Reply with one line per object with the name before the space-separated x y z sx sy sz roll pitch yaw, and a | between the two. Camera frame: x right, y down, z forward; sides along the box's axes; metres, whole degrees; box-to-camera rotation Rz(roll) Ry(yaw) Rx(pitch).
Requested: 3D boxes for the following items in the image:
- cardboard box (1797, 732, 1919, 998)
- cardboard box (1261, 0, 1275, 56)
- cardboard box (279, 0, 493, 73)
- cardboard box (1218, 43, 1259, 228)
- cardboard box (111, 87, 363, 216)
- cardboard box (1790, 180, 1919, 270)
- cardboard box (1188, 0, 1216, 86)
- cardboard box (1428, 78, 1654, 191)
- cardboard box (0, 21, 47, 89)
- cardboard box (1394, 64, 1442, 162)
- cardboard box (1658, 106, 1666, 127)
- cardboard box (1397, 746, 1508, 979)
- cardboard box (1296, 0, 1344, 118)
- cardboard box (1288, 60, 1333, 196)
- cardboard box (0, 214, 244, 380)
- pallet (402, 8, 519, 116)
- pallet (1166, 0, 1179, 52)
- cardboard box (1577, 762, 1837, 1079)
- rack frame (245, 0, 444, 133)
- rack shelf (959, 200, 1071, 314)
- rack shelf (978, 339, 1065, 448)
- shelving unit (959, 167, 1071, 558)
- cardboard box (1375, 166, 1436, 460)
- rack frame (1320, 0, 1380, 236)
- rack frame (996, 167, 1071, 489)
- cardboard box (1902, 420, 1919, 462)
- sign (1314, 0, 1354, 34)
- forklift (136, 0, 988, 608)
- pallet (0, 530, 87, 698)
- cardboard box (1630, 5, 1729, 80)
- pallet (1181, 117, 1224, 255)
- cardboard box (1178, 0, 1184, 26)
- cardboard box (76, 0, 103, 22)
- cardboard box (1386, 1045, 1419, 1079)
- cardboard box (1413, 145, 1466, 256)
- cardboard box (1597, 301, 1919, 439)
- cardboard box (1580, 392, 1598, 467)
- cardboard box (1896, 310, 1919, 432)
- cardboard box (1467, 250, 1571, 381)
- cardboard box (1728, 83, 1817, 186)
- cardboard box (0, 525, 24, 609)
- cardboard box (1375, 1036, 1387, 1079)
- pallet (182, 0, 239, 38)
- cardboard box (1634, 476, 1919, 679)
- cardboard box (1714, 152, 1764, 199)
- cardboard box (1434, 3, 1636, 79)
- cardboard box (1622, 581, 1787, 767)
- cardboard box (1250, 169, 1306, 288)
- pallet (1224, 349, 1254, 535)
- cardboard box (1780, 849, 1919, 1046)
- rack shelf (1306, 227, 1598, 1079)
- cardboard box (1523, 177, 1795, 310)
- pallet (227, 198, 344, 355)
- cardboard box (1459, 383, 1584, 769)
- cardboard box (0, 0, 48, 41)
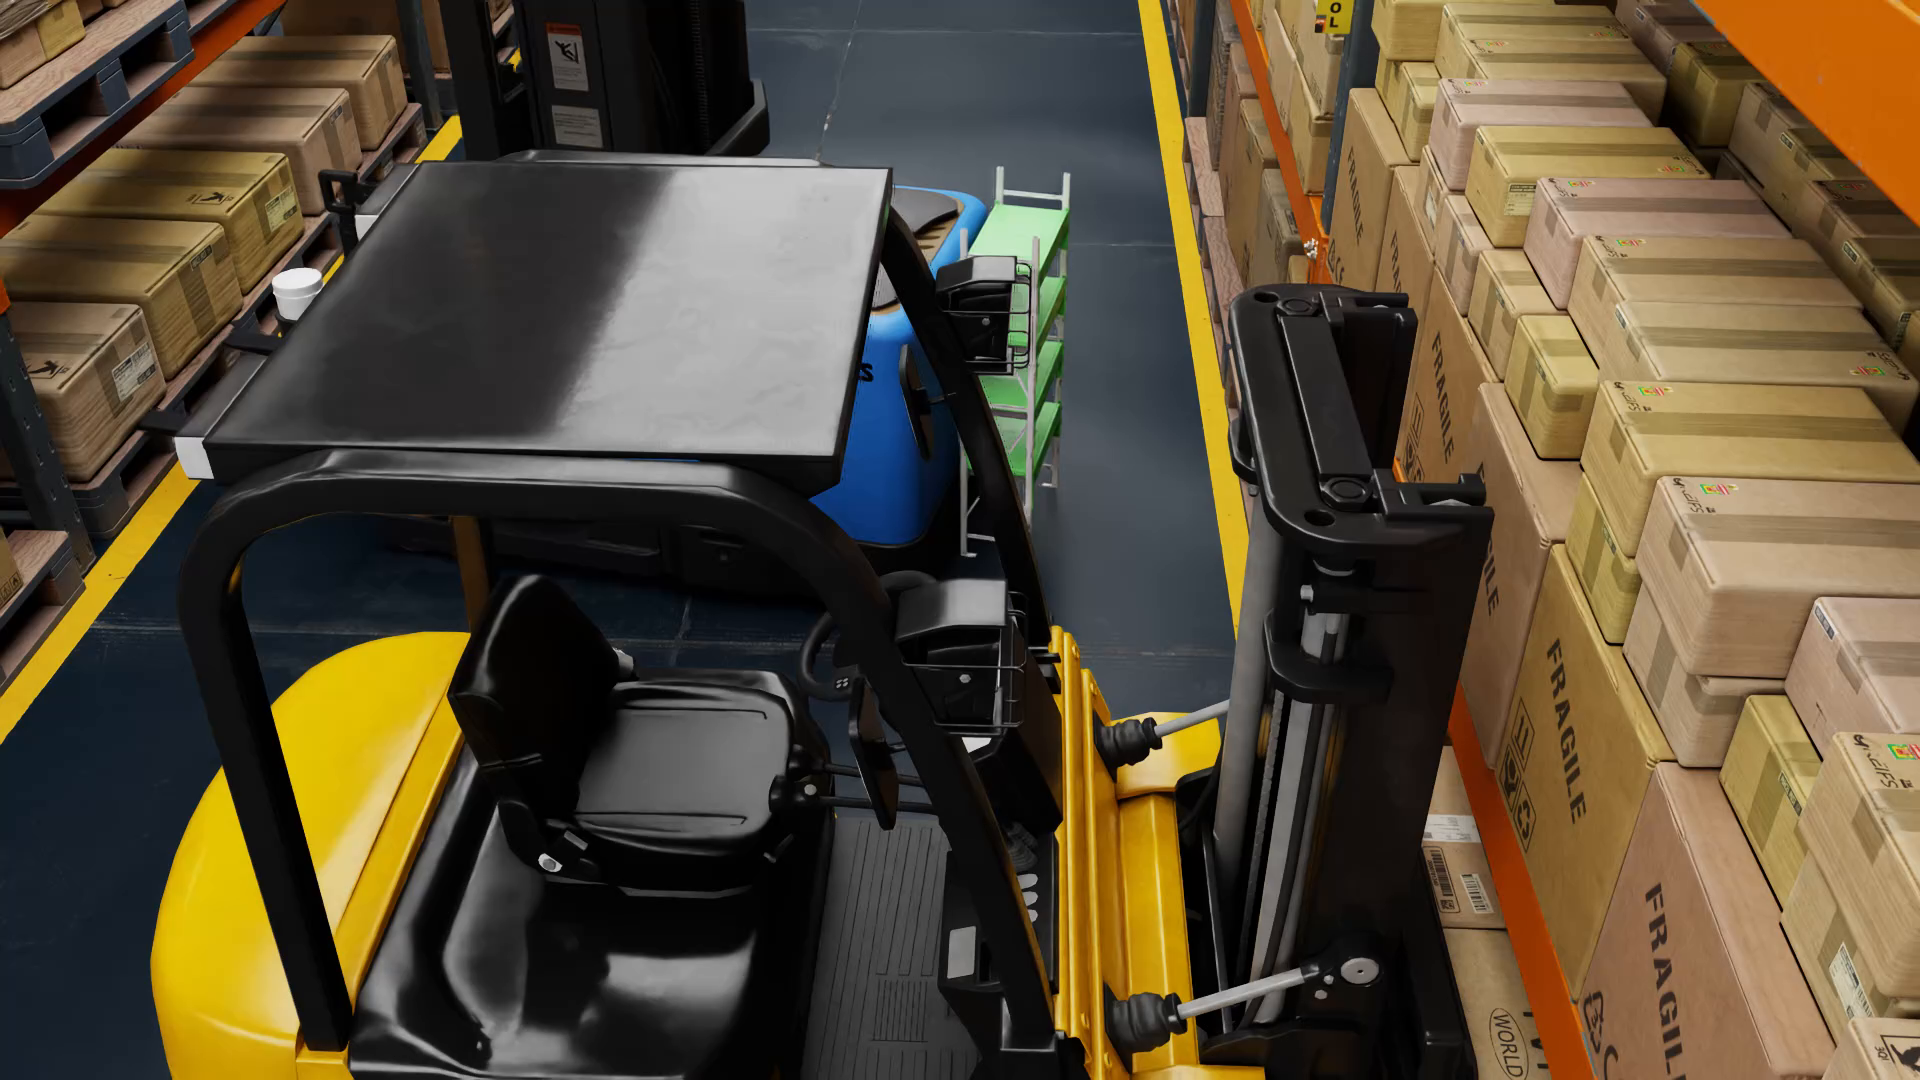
cardboard box | 1.133 0.343 1.743 0.380 0.149 0.250 2 35 3
cardboard box | 1.351 -1.831 5.876 0.500 0.250 0.500 2 35 2
cardboard box | -3.161 -3.131 9.079 0.875 0.875 0.875 1 35 1
cardboard box | 1.631 -1.788 7.385 0.875 0.625 0.625 2 35 3
cardboard box | -3.326 -1.782 7.596 0.950 0.372 0.625 1 35 1
cardboard box | 1.733 -0.525 2.979 0.380 0.149 0.250 1 35 1
cardboard box | 1.490 -2.718 8.817 0.500 0.500 0.500 2 35 3
cardboard box | 1.184 -0.830 3.412 0.380 0.149 0.250 2 35 3
cardboard box | -3.095 -1.515 5.150 0.380 0.149 0.250 2 35 3
cardboard box | 1.243 -1.003 3.918 0.380 0.149 0.250 2 35 3
cardboard box | 1.796 -0.994 3.904 0.380 0.149 0.250 0 35 1
cardboard box | 1.126 0.673 3.340 0.500 0.250 0.500 1 35 1
cardboard box | 1.292 -1.454 4.906 0.500 0.250 0.500 1 35 1
cardboard box | 1.286 -1.257 5.060 0.500 0.250 0.500 2 35 3
cardboard box | -3.388 -0.946 6.408 0.950 0.372 0.625 3 35 5
pallet | -3.165 -2.744 9.470 1.003 0.211 1.213 1 35 2
pallet | 1.808 -3.307 10.272 1.003 0.211 1.213 1 35 2
cardboard box | 1.154 0.648 2.133 0.500 0.500 0.500 2 35 3
rack frame | -3.272 -3.433 8.027 1.000 3.000 0.127 1 35 2
rack shelf | 0.178 -0.902 5.266 0.258 0.148 0.480 8 36 11
rack shelf | 0.178 -0.509 5.542 0.258 0.148 0.480 8 36 11
shelving unit | 0.178 -0.561 5.505 0.258 1.200 0.503 8 36 11
cardboard box | 1.244 -0.515 3.787 0.500 0.500 0.500 2 35 3
rack frame | 1.527 -1.023 4.597 1.000 3.000 0.127 1 35 2
rack frame | 0.237 -0.697 5.699 0.240 1.200 0.015 8 36 11
cardboard box | 1.724 -0.100 2.632 0.380 0.149 0.250 1 35 2
sign | 0.985 -1.471 4.296 0.100 0.325 0.005 1 35 2
forklift | -1.469 -1.416 5.216 3.031 2.935 1.130 8 36 12
pallet | -3.424 0.392 5.008 1.003 0.211 1.213 1 35 2
cardboard box | 1.765 -1.117 3.821 0.380 0.149 0.250 0 35 1
pallet | 1.616 -1.708 7.997 1.003 0.211 1.213 1 35 2
cardboard box | 1.539 -3.306 9.654 0.500 0.500 0.500 3 35 4
cardboard box | -3.141 -1.822 5.588 0.380 0.149 0.250 3 35 5
cardboard box | 1.105 1.152 3.093 0.500 0.250 0.500 1 35 1
cardboard box | 1.176 -0.713 3.504 0.380 0.149 0.250 2 35 3
cardboard box | 1.226 -0.245 2.580 0.380 0.149 0.250 2 35 3
cardboard box | 1.228 -0.116 2.655 0.380 0.149 0.250 1 35 2
cardboard box | 1.684 -0.229 2.557 0.380 0.149 0.250 1 35 2
cardboard box | 1.172 -0.417 3.084 0.380 0.149 0.250 0 35 0
cardboard box | 1.820 -0.820 3.398 0.380 0.149 0.250 1 35 1
cardboard box | -3.188 0.164 4.934 0.500 0.250 0.500 3 35 4
cardboard box | 1.127 1.080 3.631 0.500 0.250 0.500 2 35 3
pallet | -3.310 -2.217 6.462 1.003 0.211 1.213 1 35 2
cardboard box | 1.117 0.050 2.161 0.380 0.149 0.250 2 35 3
cardboard box | 1.805 -0.692 3.475 0.380 0.149 0.250 2 35 2
cardboard box | 1.316 -1.122 3.827 0.380 0.149 0.250 2 35 3
cardboard box | 1.138 0.172 2.246 0.380 0.149 0.250 0 35 0
cardboard box | 1.576 -0.969 6.220 0.875 0.625 0.625 1 35 1
pallet | 1.518 -0.306 6.002 1.003 0.211 1.213 1 35 2
cardboard box | 1.153 0.468 1.824 0.380 0.149 0.250 2 35 3
rack shelf | 1.447 0.421 3.168 1.077 0.370 4.000 1 35 2
cardboard box | 1.246 -0.533 2.989 0.380 0.149 0.250 1 35 2
pallet | -3.356 -1.144 7.195 1.003 0.211 1.213 1 35 2
cardboard box | 1.184 0.064 2.963 0.500 0.500 0.500 2 35 2
cardboard box | -3.127 -1.732 4.895 0.500 0.500 0.500 2 35 3
